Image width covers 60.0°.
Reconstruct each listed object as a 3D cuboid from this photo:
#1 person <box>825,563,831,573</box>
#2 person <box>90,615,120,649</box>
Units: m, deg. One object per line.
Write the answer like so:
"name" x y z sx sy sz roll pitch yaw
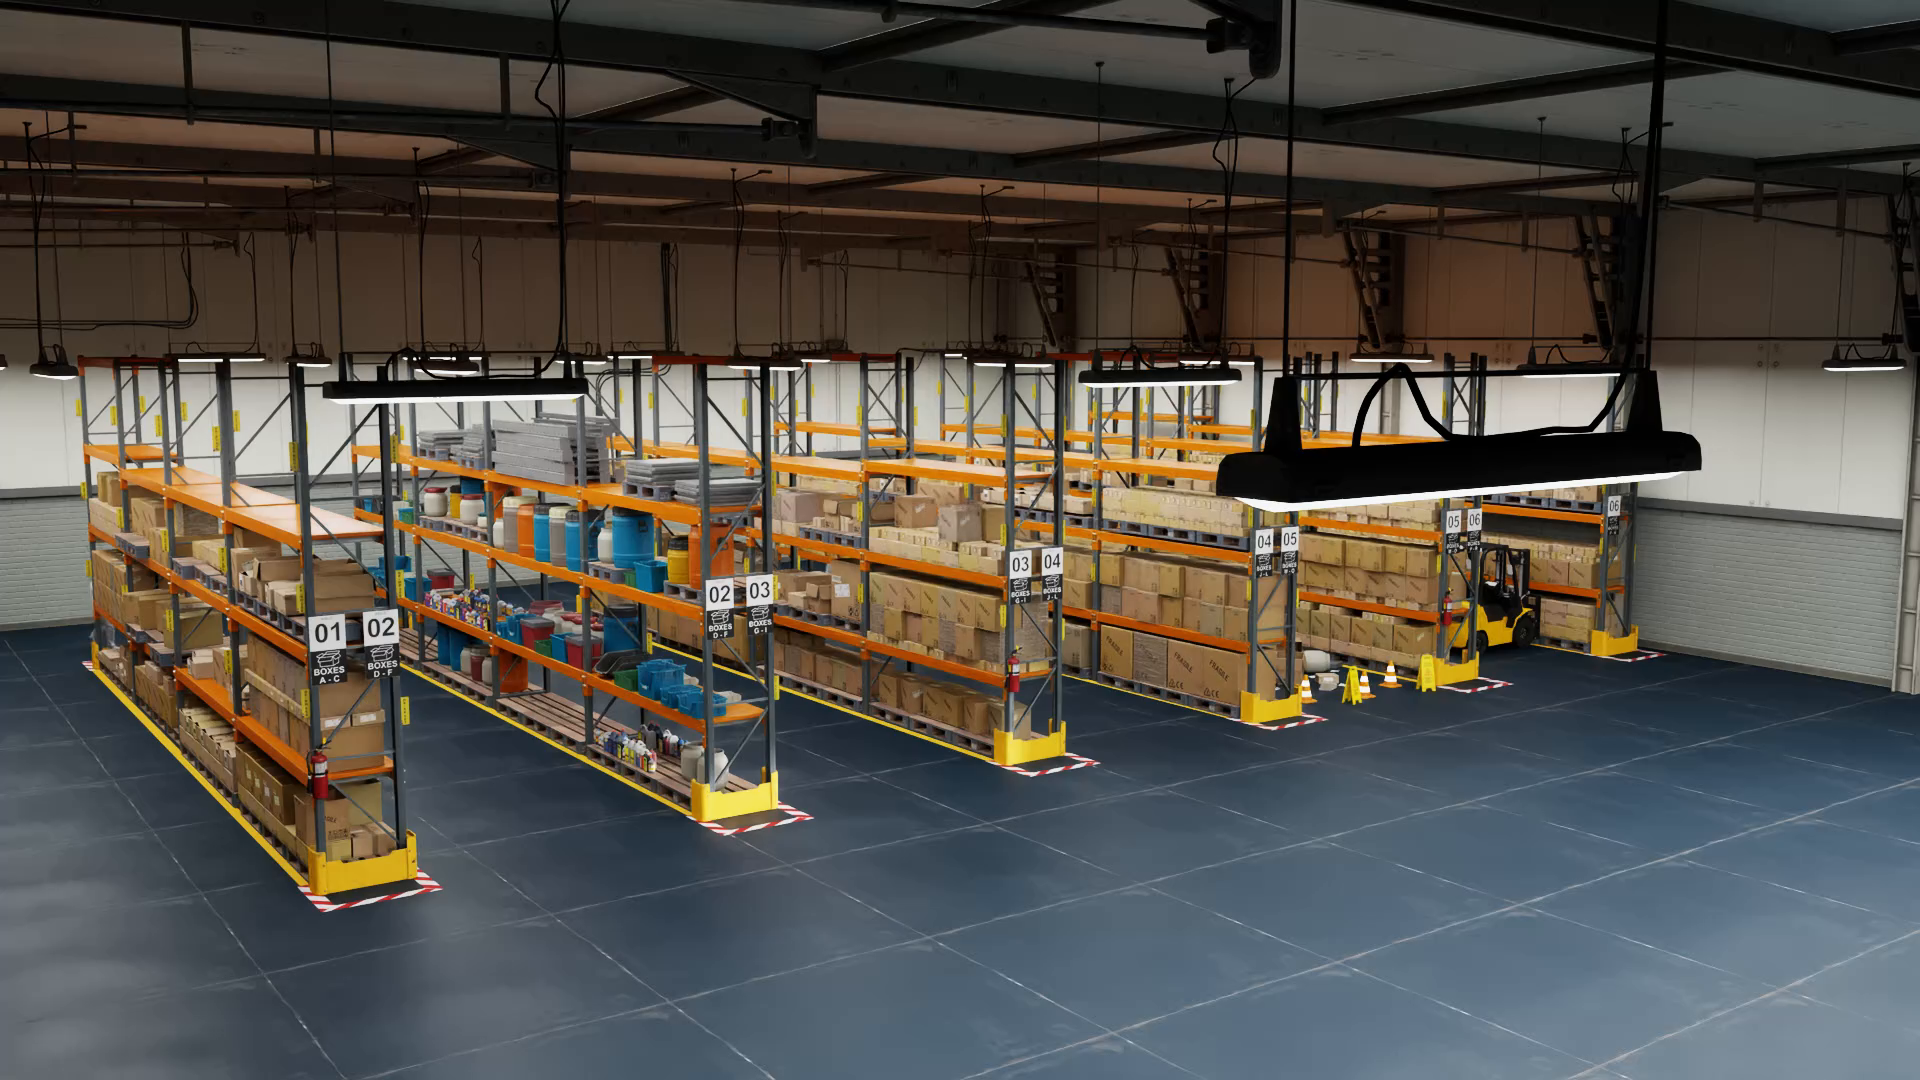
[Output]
"person" -3.470 0.135 44.373 0.483 1.621 0.921 4 8 29
"person" -17.343 1.366 33.689 0.742 1.756 0.544 0 7 4
